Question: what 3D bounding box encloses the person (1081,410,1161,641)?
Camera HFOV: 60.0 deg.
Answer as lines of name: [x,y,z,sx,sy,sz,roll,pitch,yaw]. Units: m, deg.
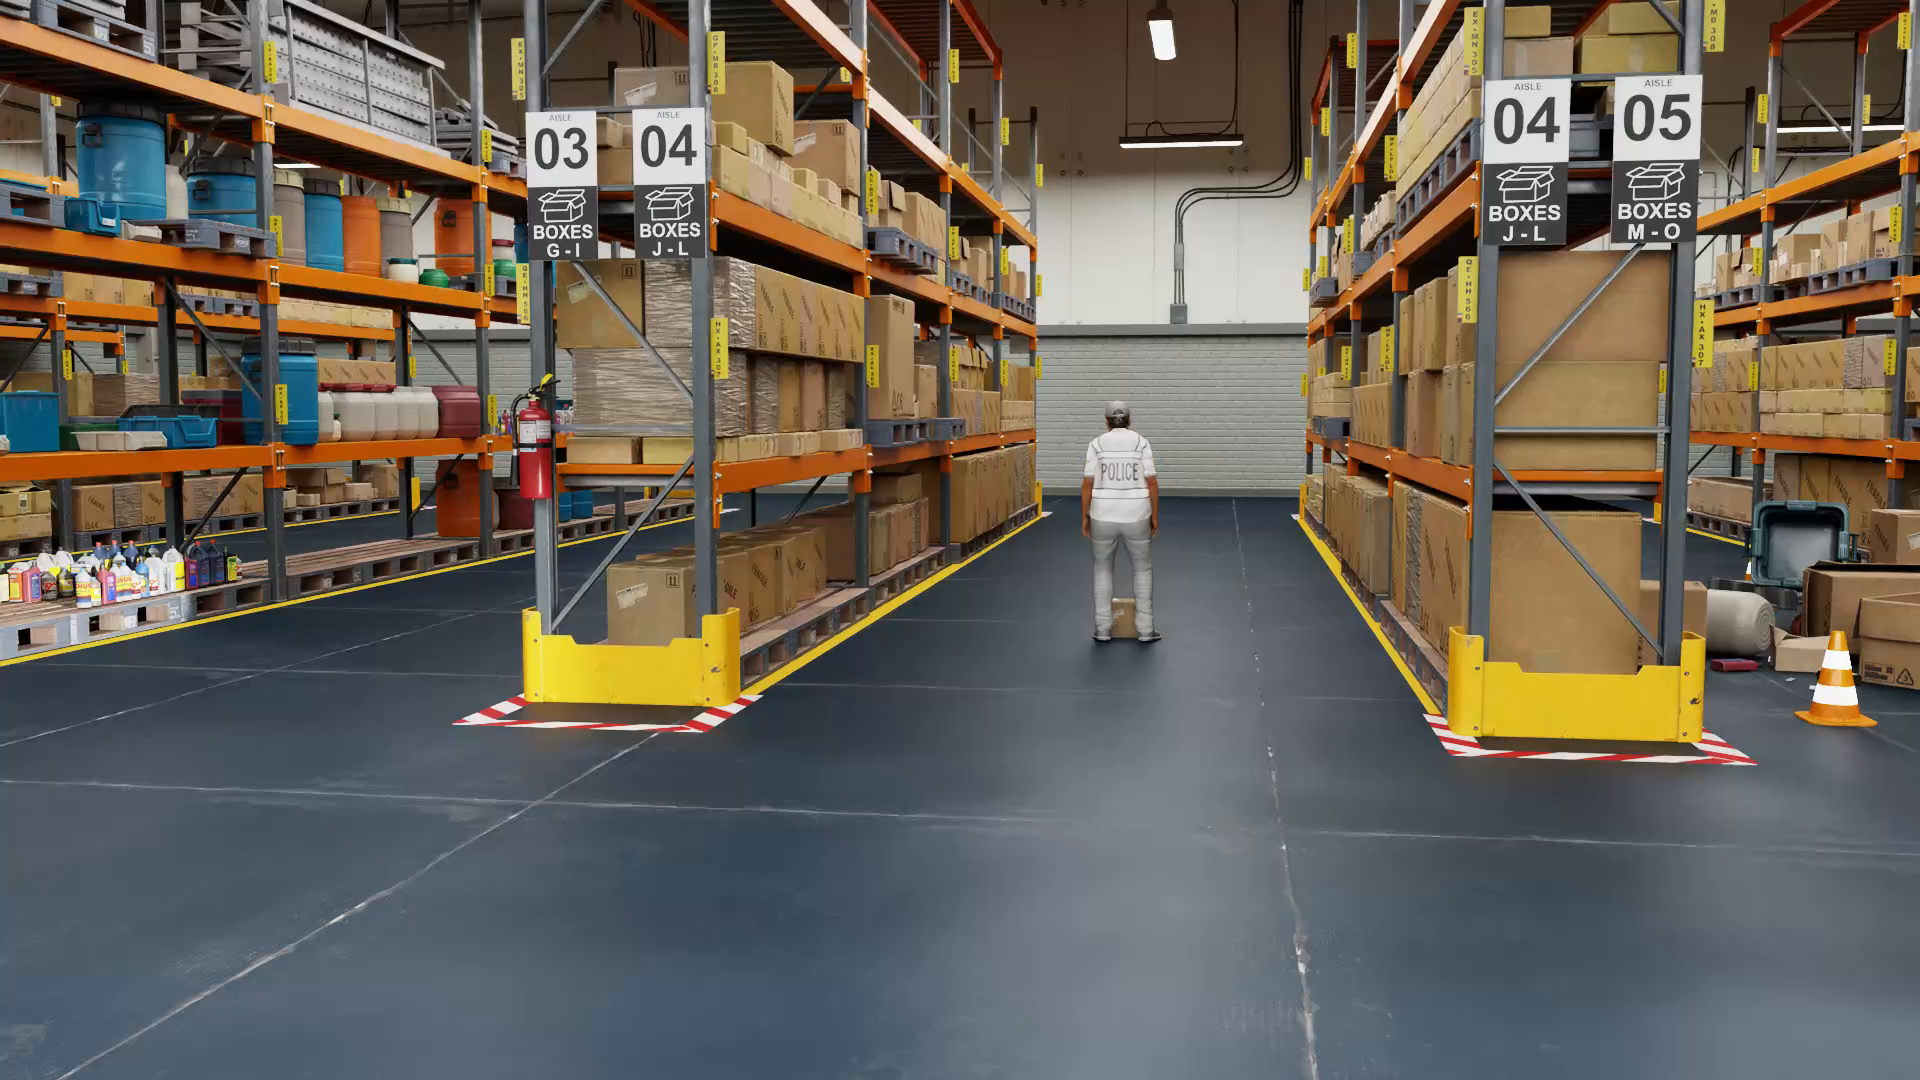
person: [1.119,-0.125,11.503,0.561,1.653,0.394,0,5,6]
